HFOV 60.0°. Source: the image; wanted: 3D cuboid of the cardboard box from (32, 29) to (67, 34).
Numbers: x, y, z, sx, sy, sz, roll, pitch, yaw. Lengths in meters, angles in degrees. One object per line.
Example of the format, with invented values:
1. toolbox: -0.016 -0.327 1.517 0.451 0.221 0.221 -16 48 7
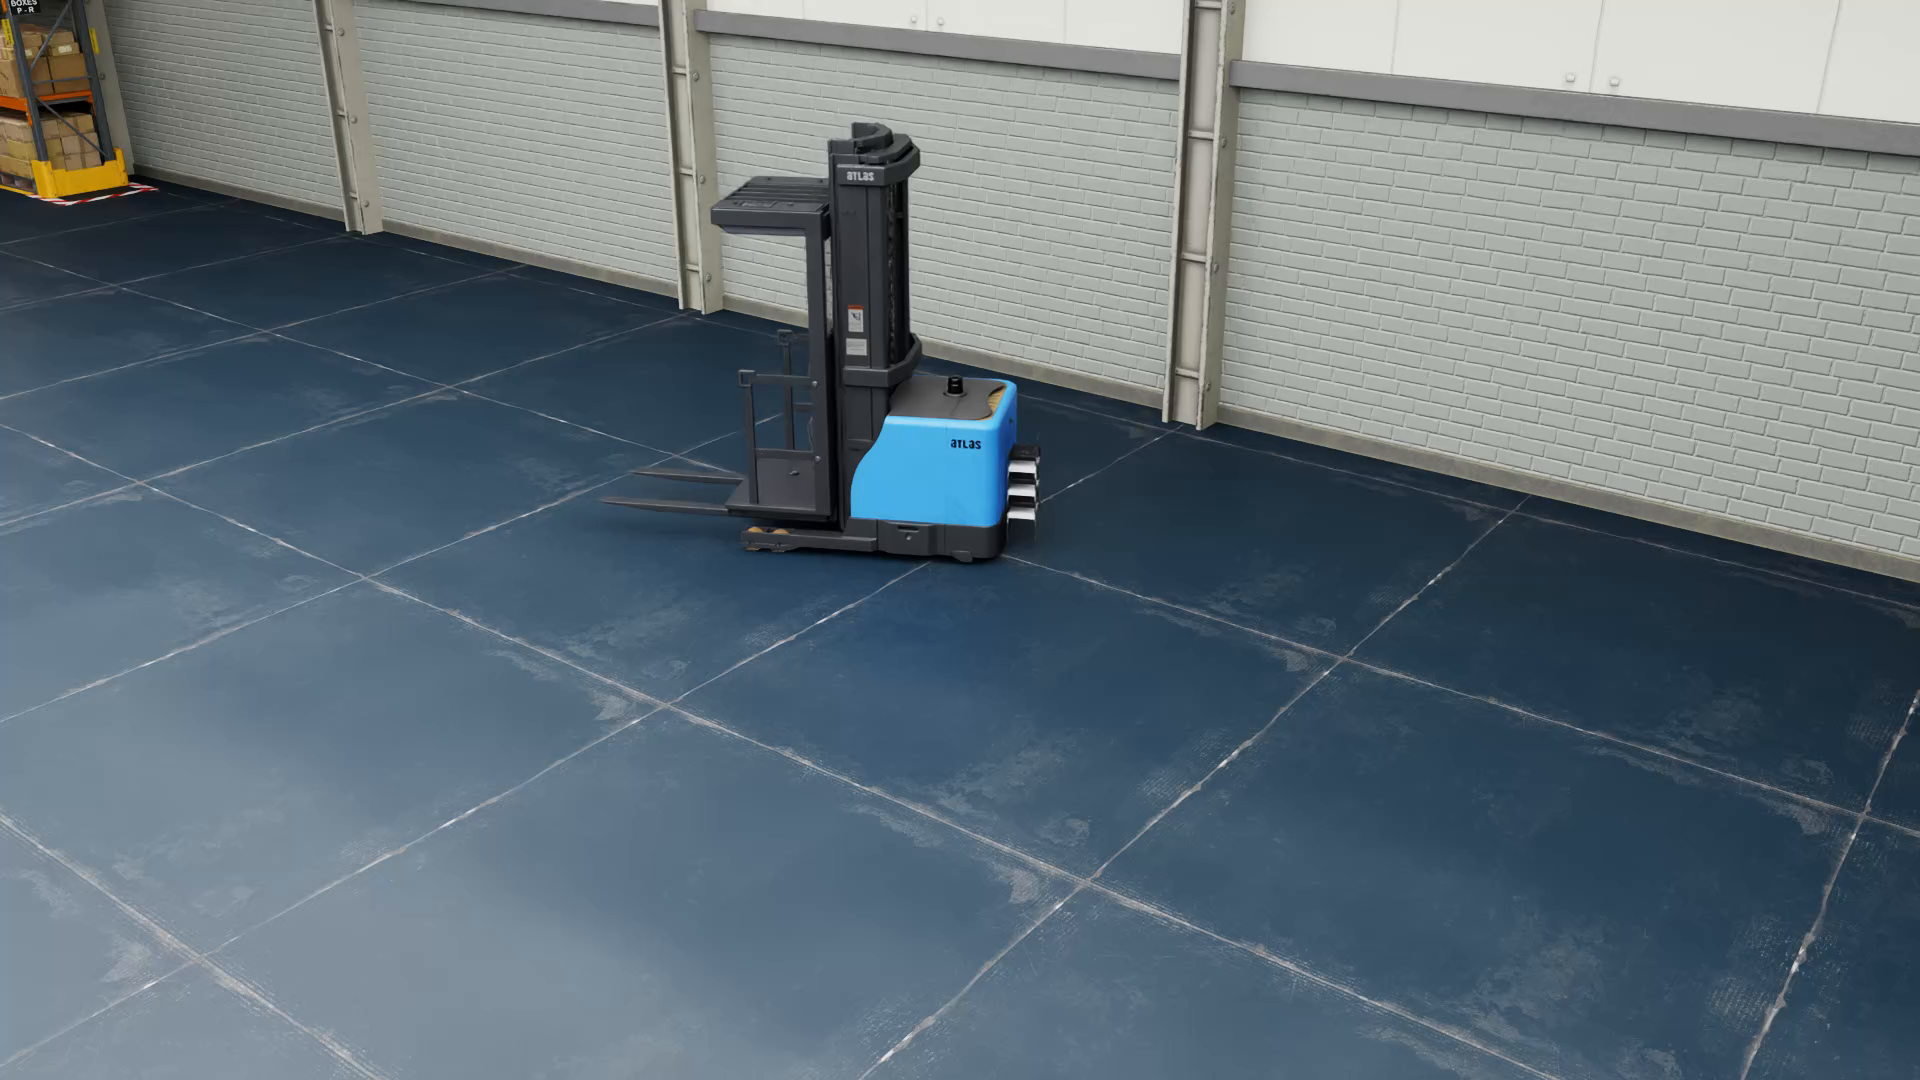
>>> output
1. cardboard box: -12.680 -7.026 23.179 0.250 0.149 0.380 18 29 35

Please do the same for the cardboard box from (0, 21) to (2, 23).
1. cardboard box: -13.939 -7.388 23.999 0.250 0.149 0.380 18 29 35

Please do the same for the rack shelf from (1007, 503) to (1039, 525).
1. rack shelf: 0.463 -0.201 12.119 0.200 0.077 0.258 4 24 9

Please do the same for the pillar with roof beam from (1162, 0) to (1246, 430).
1. pillar with roof beam: -0.559 -3.775 9.658 0.400 9.000 9.100 17 29 33

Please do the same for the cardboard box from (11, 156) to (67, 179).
1. cardboard box: -12.929 -5.258 23.353 0.500 0.250 0.500 17 29 34

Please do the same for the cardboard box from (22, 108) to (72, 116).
1. cardboard box: -13.037 -6.001 23.799 0.500 0.250 0.500 17 29 33

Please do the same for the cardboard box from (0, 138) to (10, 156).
1. cardboard box: -13.336 -5.617 23.547 0.500 0.250 0.500 16 29 33

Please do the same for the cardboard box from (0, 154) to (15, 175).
1. cardboard box: -13.322 -5.382 23.633 0.500 0.250 0.500 17 29 33

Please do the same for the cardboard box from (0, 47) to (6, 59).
1. cardboard box: -13.032 -6.701 22.810 0.250 0.149 0.380 17 29 34

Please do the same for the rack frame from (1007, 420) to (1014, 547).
1. rack frame: 0.363 -0.403 12.049 0.006 0.900 0.240 4 24 9

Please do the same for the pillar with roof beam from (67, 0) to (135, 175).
1. pillar with roof beam: -14.962 -8.128 19.537 0.400 9.000 9.100 17 29 33

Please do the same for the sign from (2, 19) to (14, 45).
1. sign: -12.700 -6.779 22.186 0.005 0.325 0.100 17 29 33

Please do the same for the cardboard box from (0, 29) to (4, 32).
1. cardboard box: -13.373 -6.998 23.116 0.250 0.149 0.380 17 29 34

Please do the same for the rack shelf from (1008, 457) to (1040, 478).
1. rack shelf: 0.463 -0.530 11.974 0.200 0.077 0.258 4 24 9

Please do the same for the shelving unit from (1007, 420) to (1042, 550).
1. shelving unit: 0.463 -0.396 12.033 0.210 0.900 0.258 4 24 9

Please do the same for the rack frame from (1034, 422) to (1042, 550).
1. rack frame: 0.563 -0.389 12.017 0.006 0.900 0.240 4 24 9

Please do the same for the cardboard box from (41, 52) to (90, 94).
1. cardboard box: -12.594 -6.568 23.312 0.500 0.500 0.500 18 29 35

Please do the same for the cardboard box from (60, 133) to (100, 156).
1. cardboard box: -12.616 -5.656 23.636 0.500 0.250 0.500 17 29 34

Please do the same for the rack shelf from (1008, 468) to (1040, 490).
1. rack shelf: 0.463 -0.448 12.010 0.200 0.077 0.258 4 24 9

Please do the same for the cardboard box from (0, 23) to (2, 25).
1. cardboard box: -13.725 -7.325 23.857 0.250 0.149 0.380 17 29 34

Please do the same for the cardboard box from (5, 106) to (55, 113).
1. cardboard box: -13.431 -6.125 24.081 0.500 0.250 0.500 17 29 33

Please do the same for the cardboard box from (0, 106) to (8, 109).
1. cardboard box: -13.837 -6.252 24.368 0.500 0.250 0.500 16 28 32

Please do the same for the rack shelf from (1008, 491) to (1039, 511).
1. rack shelf: 0.463 -0.283 12.083 0.200 0.077 0.258 4 24 9

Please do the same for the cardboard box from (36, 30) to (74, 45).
1. cardboard box: -12.505 -6.941 22.987 0.250 0.149 0.380 16 28 32

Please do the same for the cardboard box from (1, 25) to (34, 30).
1. cardboard box: -13.328 -7.195 23.563 0.250 0.149 0.380 18 29 35

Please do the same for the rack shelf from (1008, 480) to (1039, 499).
1. rack shelf: 0.463 -0.366 12.046 0.200 0.077 0.258 4 24 9

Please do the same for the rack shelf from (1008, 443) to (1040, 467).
1. rack shelf: 0.463 -0.613 11.938 0.200 0.077 0.258 4 24 9

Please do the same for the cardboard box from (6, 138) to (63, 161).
1. cardboard box: -12.941 -5.492 23.264 0.500 0.250 0.500 16 29 33

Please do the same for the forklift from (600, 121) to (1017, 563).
1. forklift: -1.132 -1.453 11.913 3.031 2.935 1.130 4 24 9

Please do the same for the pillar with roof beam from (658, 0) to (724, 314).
1. pillar with roof beam: -5.360 -5.226 12.951 0.400 9.000 9.100 17 29 33

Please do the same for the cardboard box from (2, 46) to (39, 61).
1. cardboard box: -12.809 -6.649 22.691 0.250 0.149 0.380 17 29 34

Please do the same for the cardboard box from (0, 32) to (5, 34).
1. cardboard box: -13.219 -6.914 22.925 0.250 0.149 0.380 18 29 34

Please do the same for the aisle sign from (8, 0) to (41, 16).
1. aisle sign: -12.488 -7.392 22.082 0.004 0.787 0.394 17 29 33

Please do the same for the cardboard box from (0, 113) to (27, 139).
1. cardboard box: -13.332 -5.836 23.425 0.500 0.250 0.500 17 29 34

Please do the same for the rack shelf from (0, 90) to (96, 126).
1. rack shelf: -13.964 -6.467 24.100 4.000 0.370 1.077 17 29 33

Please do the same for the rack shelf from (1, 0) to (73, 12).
1. rack shelf: -13.964 -7.840 23.495 4.000 0.370 1.077 17 29 33

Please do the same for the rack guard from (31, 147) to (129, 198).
1. rack guard: -12.345 -5.163 23.348 0.348 0.500 1.175 17 29 33

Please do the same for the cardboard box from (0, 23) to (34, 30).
1. cardboard box: -13.479 -7.291 23.779 0.250 0.149 0.380 16 28 32

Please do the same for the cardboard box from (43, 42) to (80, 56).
1. cardboard box: -12.480 -6.821 23.082 0.250 0.149 0.380 16 28 32

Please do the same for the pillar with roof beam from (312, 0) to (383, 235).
1. pillar with roof beam: -10.161 -6.677 16.244 0.400 9.000 9.100 17 29 33

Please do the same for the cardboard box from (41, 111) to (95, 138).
1. cardboard box: -12.635 -5.881 23.528 0.500 0.250 0.500 16 29 33

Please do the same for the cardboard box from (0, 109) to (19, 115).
1. cardboard box: -13.741 -5.955 23.695 0.500 0.250 0.500 17 29 34

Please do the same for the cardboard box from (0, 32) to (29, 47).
1. cardboard box: -12.993 -6.860 22.801 0.250 0.149 0.380 17 29 33

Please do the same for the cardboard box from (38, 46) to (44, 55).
1. cardboard box: -12.715 -6.860 23.171 0.250 0.149 0.380 17 29 33

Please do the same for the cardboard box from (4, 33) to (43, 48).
1. cardboard box: -12.777 -6.810 22.688 0.250 0.149 0.380 17 29 33

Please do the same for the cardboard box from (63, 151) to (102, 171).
1. cardboard box: -12.640 -5.428 23.739 0.500 0.250 0.500 17 29 34

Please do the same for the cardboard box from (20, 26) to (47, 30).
1. cardboard box: -13.103 -7.140 23.436 0.250 0.149 0.380 17 29 34

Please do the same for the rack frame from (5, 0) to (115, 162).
1. rack frame: -12.364 -6.313 22.857 0.127 3.000 1.000 17 29 33

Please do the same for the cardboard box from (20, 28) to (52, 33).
1. cardboard box: -12.913 -7.075 23.290 0.250 0.149 0.380 17 29 34

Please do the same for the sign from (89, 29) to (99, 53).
1. sign: -12.026 -6.923 23.070 0.005 0.325 0.100 17 29 33

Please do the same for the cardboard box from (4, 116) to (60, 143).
1. cardboard box: -12.919 -5.715 23.149 0.500 0.250 0.500 18 29 35

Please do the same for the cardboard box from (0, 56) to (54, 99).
1. cardboard box: -12.915 -6.393 22.915 0.500 0.500 0.500 16 28 32

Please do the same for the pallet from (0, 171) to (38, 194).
1. pallet: -13.001 -5.208 23.808 1.213 0.211 1.003 17 29 33
